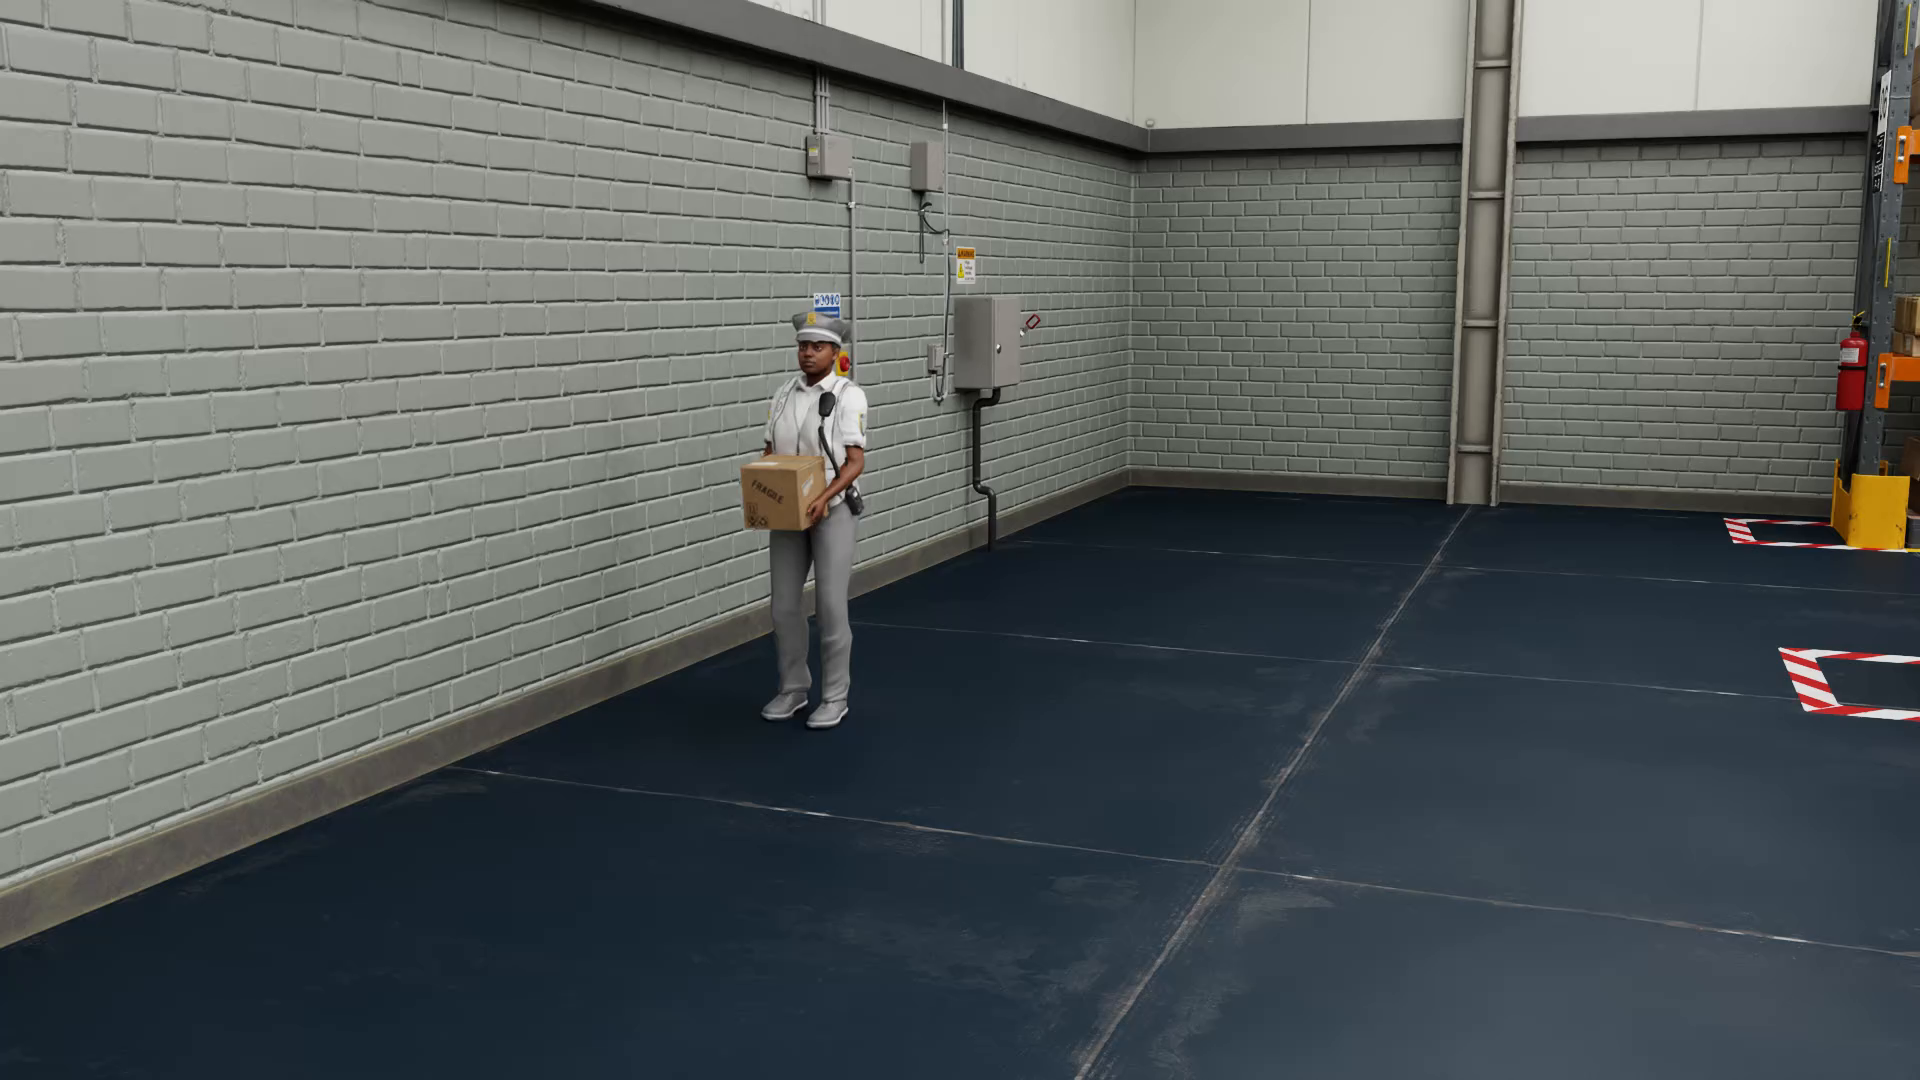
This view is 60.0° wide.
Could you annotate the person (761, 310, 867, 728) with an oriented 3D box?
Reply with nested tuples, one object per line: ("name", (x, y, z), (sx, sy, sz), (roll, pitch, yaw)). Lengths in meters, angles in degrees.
("person", (-0.629, -0.088, 6.815), (0.464, 1.692, 0.507), (3, 9, 21))
